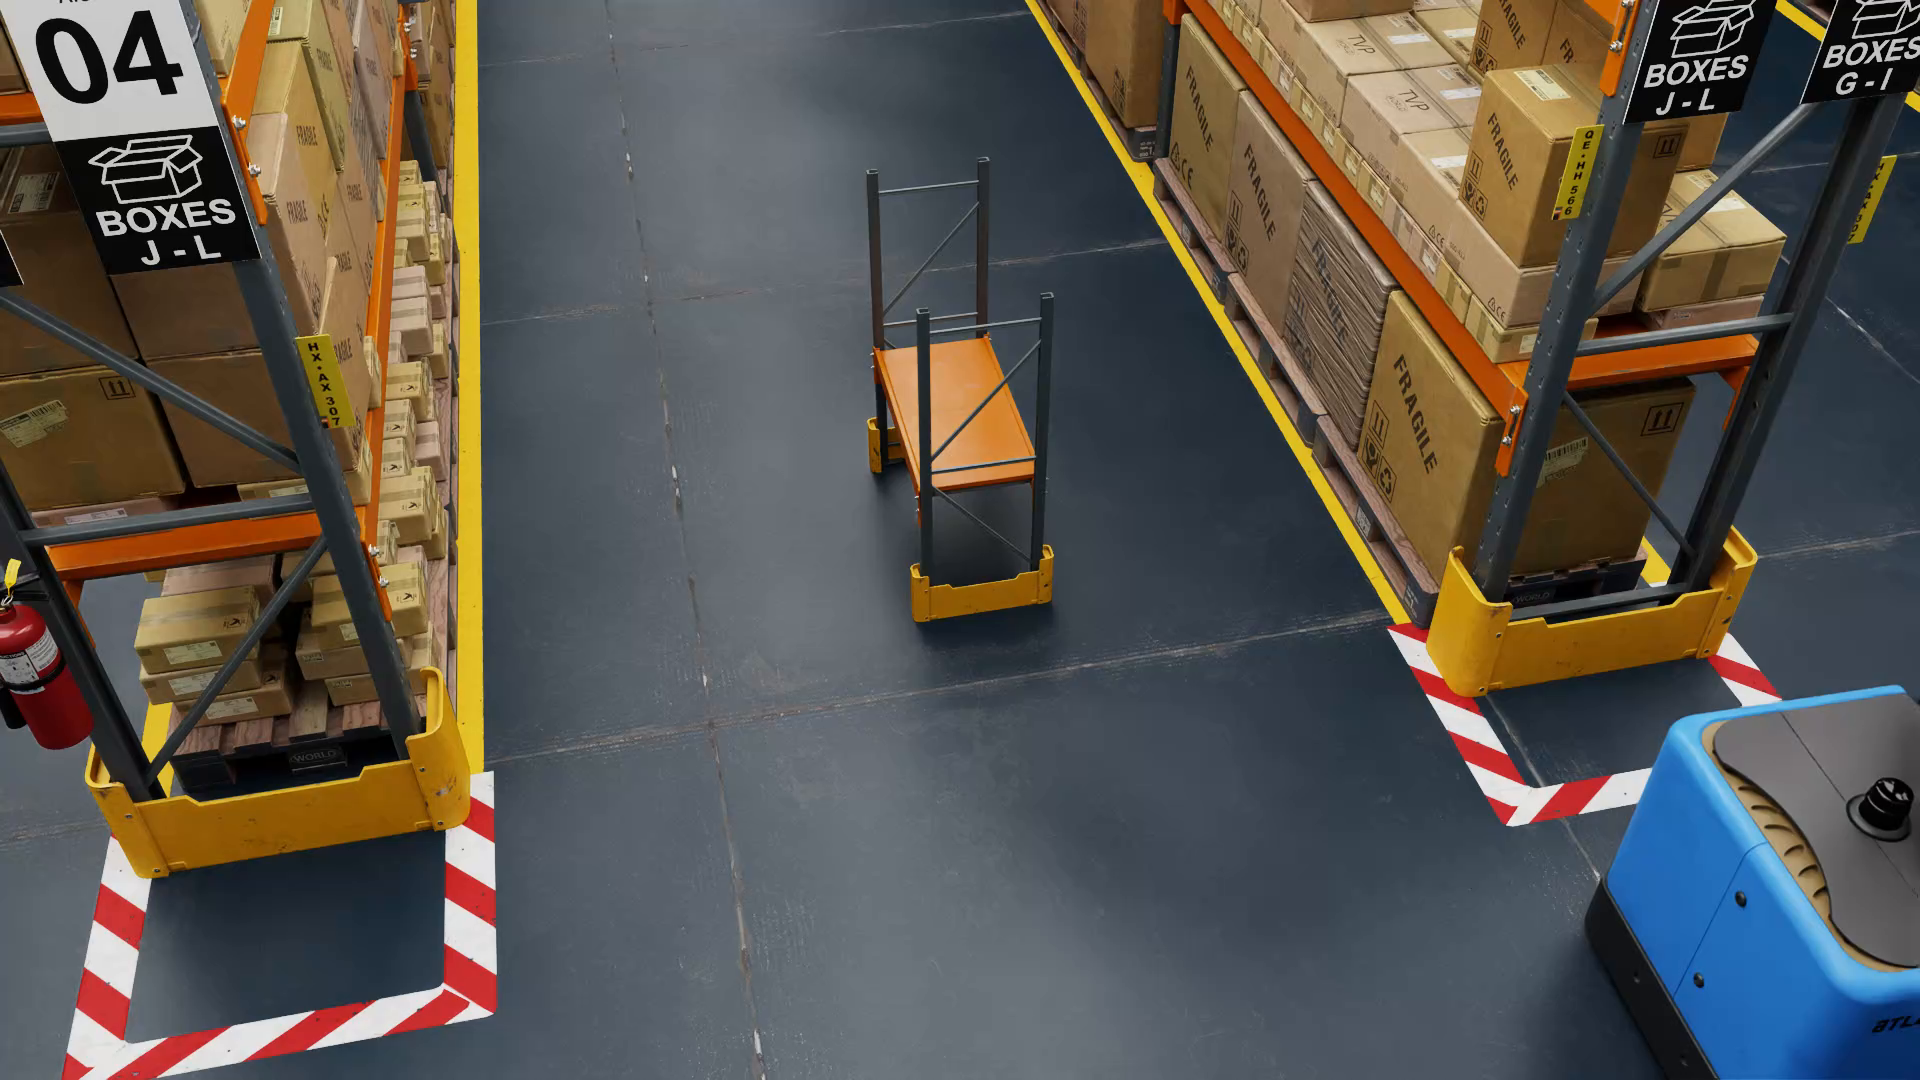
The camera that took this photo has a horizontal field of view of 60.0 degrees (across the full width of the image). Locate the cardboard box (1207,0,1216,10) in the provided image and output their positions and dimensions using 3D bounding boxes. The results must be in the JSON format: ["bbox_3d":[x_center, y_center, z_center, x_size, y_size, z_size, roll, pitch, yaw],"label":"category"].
[{"bbox_3d":[1.415,-2.792,8.325,0.380,0.149,0.250,-10,43,-11],"label":"cardboard box"}]

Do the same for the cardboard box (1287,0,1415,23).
[{"bbox_3d":[1.688,-2.627,7.274,0.500,0.500,0.500,-10,42,-11],"label":"cardboard box"}]

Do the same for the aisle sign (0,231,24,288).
[{"bbox_3d":[-2.660,-0.939,4.090,0.394,0.787,0.004,-8,42,-9],"label":"aisle sign"}]

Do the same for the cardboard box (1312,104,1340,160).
[{"bbox_3d":[1.754,-1.783,7.189,0.380,0.149,0.250,-8,42,-8],"label":"cardboard box"}]

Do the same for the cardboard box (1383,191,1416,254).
[{"bbox_3d":[1.920,-1.286,6.629,0.380,0.149,0.250,-8,42,-9],"label":"cardboard box"}]

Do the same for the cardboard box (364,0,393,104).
[{"bbox_3d":[-2.755,-2.189,7.157,0.500,0.500,0.500,-9,42,-10],"label":"cardboard box"}]

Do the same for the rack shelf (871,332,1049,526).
[{"bbox_3d":[-0.018,-0.482,6.934,0.538,0.185,1.000,-8,42,-9],"label":"rack shelf"}]

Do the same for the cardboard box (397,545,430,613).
[{"bbox_3d":[-2.249,0.178,6.397,0.380,0.149,0.250,-9,42,-9],"label":"cardboard box"}]

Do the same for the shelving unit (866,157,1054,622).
[{"bbox_3d":[-0.016,-0.610,6.808,0.587,1.500,1.083,-8,42,-9],"label":"shelving unit"}]

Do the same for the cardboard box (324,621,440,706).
[{"bbox_3d":[-2.183,0.466,6.296,0.380,0.149,0.250,-8,42,-8],"label":"cardboard box"}]

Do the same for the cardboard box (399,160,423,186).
[{"bbox_3d":[-2.915,-1.770,8.368,0.380,0.149,0.250,-7,42,-8],"label":"cardboard box"}]

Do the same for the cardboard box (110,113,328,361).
[{"bbox_3d":[-2.220,-0.909,4.962,0.500,0.500,0.500,-9,42,-10],"label":"cardboard box"}]

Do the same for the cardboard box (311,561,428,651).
[{"bbox_3d":[-2.164,0.241,6.102,0.380,0.149,0.250,-10,43,-11],"label":"cardboard box"}]

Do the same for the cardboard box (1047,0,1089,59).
[{"bbox_3d":[1.267,-3.649,10.385,1.225,0.875,0.875,-10,43,-11],"label":"cardboard box"}]

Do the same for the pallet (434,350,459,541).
[{"bbox_3d":[-2.800,-0.385,7.524,1.003,0.211,1.213,-8,42,-9],"label":"pallet"}]

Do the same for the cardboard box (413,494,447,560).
[{"bbox_3d":[-2.328,-0.033,6.859,0.380,0.149,0.250,-8,42,-9],"label":"cardboard box"}]

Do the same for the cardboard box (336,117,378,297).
[{"bbox_3d":[-2.444,-1.199,6.042,0.500,0.500,0.500,-8,42,-9],"label":"cardboard box"}]

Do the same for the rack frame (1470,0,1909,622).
[{"bbox_3d":[2.482,-0.703,5.782,1.000,3.000,0.127,-8,42,-9],"label":"rack frame"}]

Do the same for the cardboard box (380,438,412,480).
[{"bbox_3d":[-2.405,-0.251,6.656,0.380,0.149,0.250,-10,43,-11],"label":"cardboard box"}]

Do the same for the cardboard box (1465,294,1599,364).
[{"bbox_3d":[2.084,-0.792,6.072,0.380,0.149,0.250,-8,42,-8],"label":"cardboard box"}]

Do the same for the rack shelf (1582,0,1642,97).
[{"bbox_3d":[2.050,-2.852,6.486,1.077,0.370,4.000,-8,42,-9],"label":"rack shelf"}]

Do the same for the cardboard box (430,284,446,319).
[{"bbox_3d":[-2.734,-1.193,8.166,0.380,0.149,0.250,-10,43,-11],"label":"cardboard box"}]

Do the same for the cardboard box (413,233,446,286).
[{"bbox_3d":[-2.722,-1.349,8.117,0.380,0.149,0.250,-10,43,-11],"label":"cardboard box"}]

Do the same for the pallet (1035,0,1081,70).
[{"bbox_3d":[1.112,-3.534,11.073,1.003,0.211,1.213,-8,42,-9],"label":"pallet"}]

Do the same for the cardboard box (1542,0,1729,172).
[{"bbox_3d":[2.534,-1.712,6.243,0.500,0.500,0.500,-9,42,-10],"label":"cardboard box"}]

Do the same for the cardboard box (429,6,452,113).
[{"bbox_3d":[-3.262,-2.732,9.635,0.500,0.500,0.500,-7,42,-7],"label":"cardboard box"}]

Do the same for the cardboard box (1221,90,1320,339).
[{"bbox_3d":[1.877,-1.635,8.117,0.875,0.875,0.875,-8,42,-9],"label":"cardboard box"}]

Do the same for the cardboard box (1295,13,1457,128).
[{"bbox_3d":[1.783,-2.030,7.166,0.500,0.250,0.500,-8,42,-9],"label":"cardboard box"}]

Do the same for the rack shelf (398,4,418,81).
[{"bbox_3d":[-3.678,-3.678,9.675,1.077,0.370,4.000,-8,42,-9],"label":"rack shelf"}]

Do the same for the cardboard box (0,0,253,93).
[{"bbox_3d":[-2.230,-1.451,4.478,0.500,0.250,0.500,-7,42,-8],"label":"cardboard box"}]

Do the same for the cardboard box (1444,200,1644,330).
[{"bbox_3d":[2.118,-1.034,6.044,0.500,0.250,0.500,-9,42,-10],"label":"cardboard box"}]

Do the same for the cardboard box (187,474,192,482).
[{"bbox_3d":[-2.746,-0.301,5.519,0.380,0.149,0.250,-8,42,-9],"label":"cardboard box"}]

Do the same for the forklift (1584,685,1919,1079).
[{"bbox_3d":[3.694,0.379,4.616,3.031,2.935,1.130,-7,42,-8],"label":"forklift"}]

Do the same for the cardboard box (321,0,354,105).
[{"bbox_3d":[-2.539,-1.905,6.084,0.500,0.500,0.500,-10,42,-11],"label":"cardboard box"}]

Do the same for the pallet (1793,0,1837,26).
[{"bbox_3d":[6.329,-3.468,10.998,1.003,0.211,1.213,-8,42,-9],"label":"pallet"}]

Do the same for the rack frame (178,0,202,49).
[{"bbox_3d":[-2.383,-2.301,3.064,1.000,3.000,0.127,-8,42,-9],"label":"rack frame"}]

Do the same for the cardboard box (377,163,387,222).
[{"bbox_3d":[-2.548,-1.402,6.759,0.380,0.149,0.250,-8,42,-8],"label":"cardboard box"}]

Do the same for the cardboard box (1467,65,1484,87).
[{"bbox_3d":[2.419,-1.770,6.873,0.500,0.250,0.500,-10,43,-11],"label":"cardboard box"}]

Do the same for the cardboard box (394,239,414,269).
[{"bbox_3d":[-2.781,-1.271,7.805,0.380,0.149,0.250,-7,42,-8],"label":"cardboard box"}]

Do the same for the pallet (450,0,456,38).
[{"bbox_3d":[-3.942,-3.694,11.252,1.003,0.211,1.213,-8,42,-9],"label":"pallet"}]

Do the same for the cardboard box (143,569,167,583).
[{"bbox_3d":[-2.923,0.002,6.372,0.380,0.149,0.250,-9,42,-10],"label":"cardboard box"}]

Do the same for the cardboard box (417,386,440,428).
[{"bbox_3d":[-2.530,-0.535,7.424,0.380,0.149,0.250,-8,42,-9],"label":"cardboard box"}]

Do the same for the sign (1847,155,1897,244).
[{"bbox_3d":[3.025,-1.132,5.554,0.100,0.325,0.005,-8,42,-9],"label":"sign"}]

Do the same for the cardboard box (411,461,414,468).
[{"bbox_3d":[-2.488,-0.308,6.944,0.380,0.149,0.250,-10,43,-11],"label":"cardboard box"}]

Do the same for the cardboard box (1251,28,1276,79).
[{"bbox_3d":[1.586,-2.285,7.754,0.380,0.149,0.250,-9,42,-10],"label":"cardboard box"}]

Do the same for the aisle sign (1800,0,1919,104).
[{"bbox_3d":[2.791,-1.671,4.915,0.394,0.787,0.004,-8,42,-9],"label":"aisle sign"}]

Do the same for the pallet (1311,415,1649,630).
[{"bbox_3d":[2.233,-0.167,7.279,1.003,0.211,1.213,-8,42,-9],"label":"pallet"}]

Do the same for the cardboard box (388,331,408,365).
[{"bbox_3d":[-2.615,-0.759,7.228,0.380,0.149,0.250,-8,42,-9],"label":"cardboard box"}]

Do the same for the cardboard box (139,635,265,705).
[{"bbox_3d":[-2.775,0.439,6.103,0.380,0.149,0.250,-9,42,-10],"label":"cardboard box"}]

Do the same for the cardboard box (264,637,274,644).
[{"bbox_3d":[-2.854,0.388,6.384,0.380,0.149,0.250,-7,42,-8],"label":"cardboard box"}]
